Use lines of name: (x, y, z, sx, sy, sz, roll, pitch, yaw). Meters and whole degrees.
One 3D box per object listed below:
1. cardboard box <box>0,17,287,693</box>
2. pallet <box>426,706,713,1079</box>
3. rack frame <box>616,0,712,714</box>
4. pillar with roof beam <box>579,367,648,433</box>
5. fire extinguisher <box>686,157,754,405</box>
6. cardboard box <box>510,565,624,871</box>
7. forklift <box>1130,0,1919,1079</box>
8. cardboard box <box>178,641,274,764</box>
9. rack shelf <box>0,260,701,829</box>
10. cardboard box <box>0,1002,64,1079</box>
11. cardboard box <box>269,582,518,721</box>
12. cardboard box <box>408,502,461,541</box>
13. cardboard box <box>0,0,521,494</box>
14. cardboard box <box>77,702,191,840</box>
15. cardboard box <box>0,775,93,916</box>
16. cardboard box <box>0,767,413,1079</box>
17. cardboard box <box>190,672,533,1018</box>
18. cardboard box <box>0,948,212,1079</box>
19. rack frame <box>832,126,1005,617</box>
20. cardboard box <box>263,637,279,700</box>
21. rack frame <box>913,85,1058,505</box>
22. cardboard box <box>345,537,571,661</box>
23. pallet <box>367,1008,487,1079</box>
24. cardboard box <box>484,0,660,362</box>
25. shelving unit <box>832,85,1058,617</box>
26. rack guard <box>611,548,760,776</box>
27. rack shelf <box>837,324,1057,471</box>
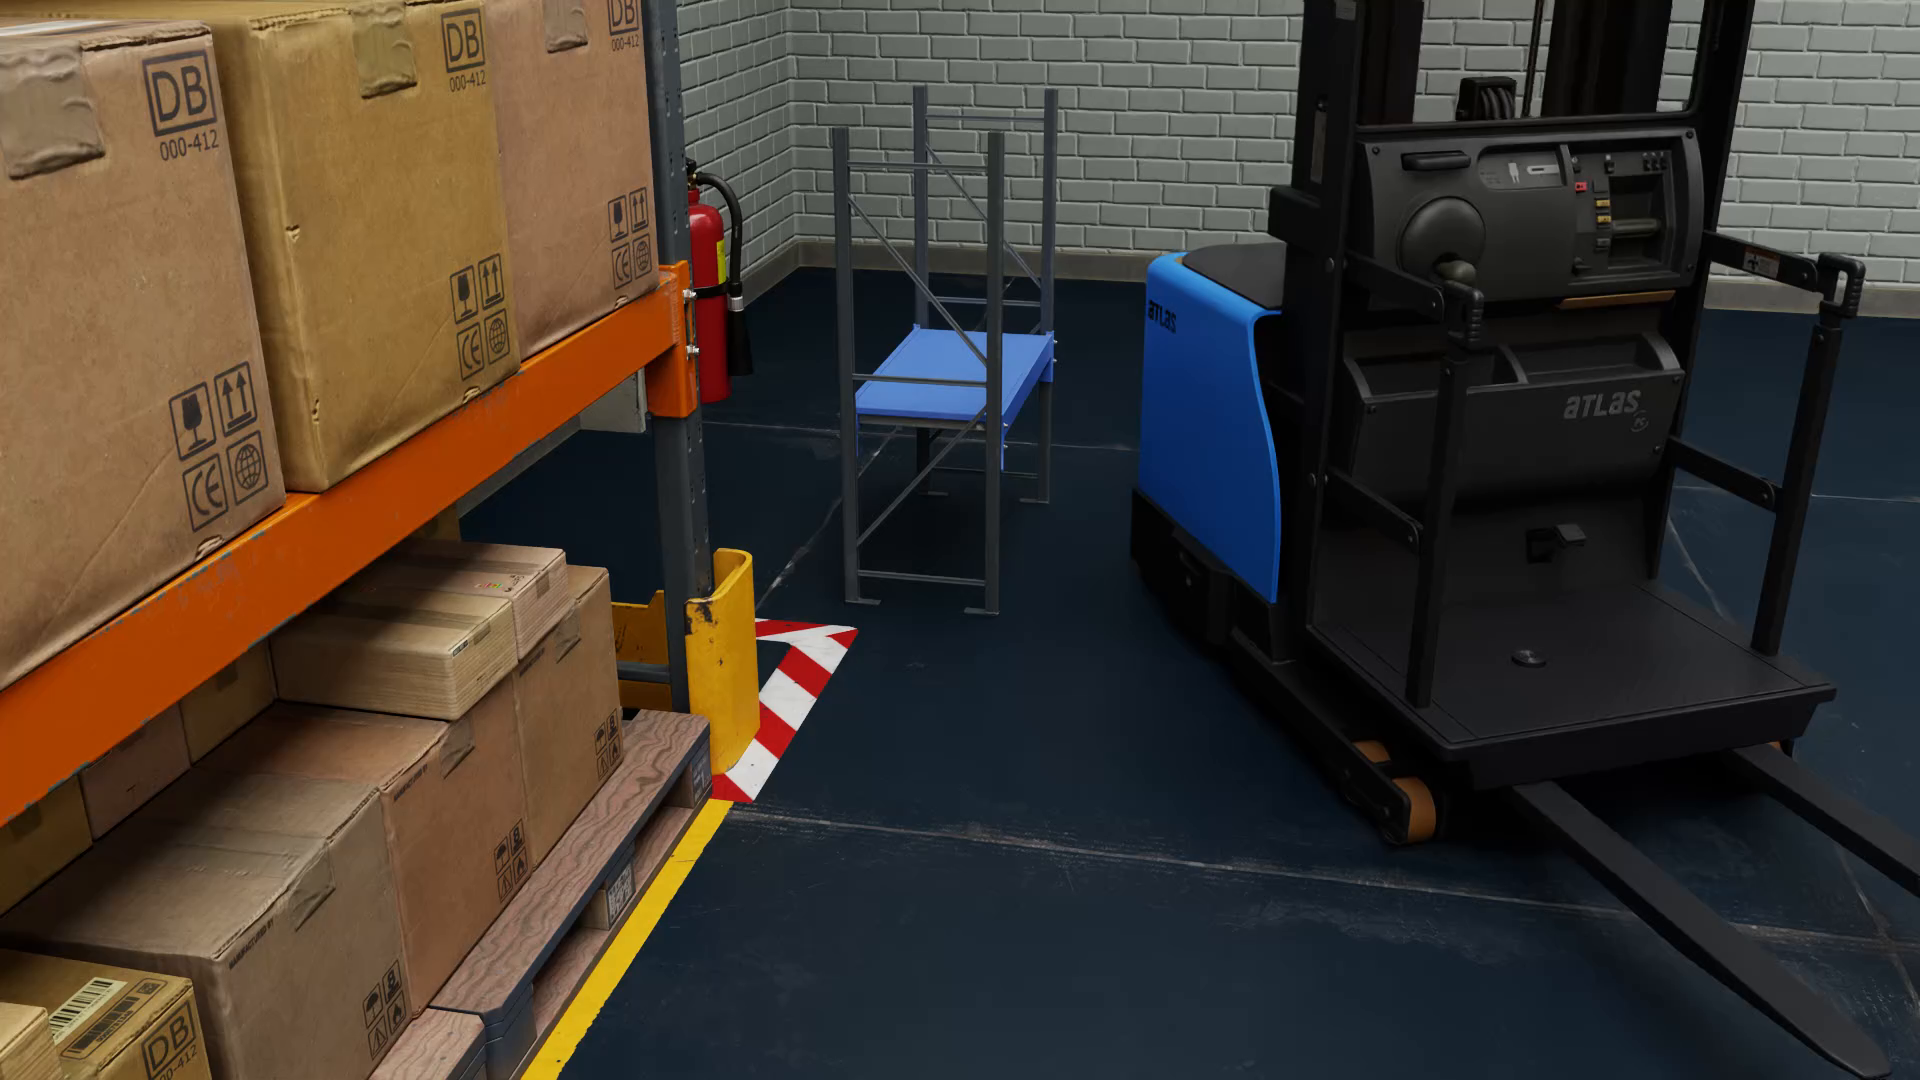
cardboard box: (-1.546, -0.277, 2.125, 0.980, 0.700, 0.700, 3, 22, 8)
pallet: (-1.236, 0.722, 3.779, 1.003, 0.211, 1.213, 4, 22, 11)
rack frame: (-1.150, -0.870, 3.999, 1.000, 3.000, 0.127, 4, 22, 11)
pillar with roof beam: (2.769, -4.378, 4.679, 9.100, 9.000, 0.400, 4, 22, 11)
fire extinguisher: (-0.667, -0.681, 4.133, 0.296, 0.674, 0.183, 4, 22, 11)
cardboard box: (-1.195, 0.358, 3.733, 0.700, 0.500, 0.500, 4, 22, 11)
forklift: (1.476, -0.787, 3.883, 1.130, 2.935, 3.031, -6, 23, -15)
cardboard box: (-1.519, 0.273, 3.076, 0.380, 0.149, 0.250, 5, 22, 11)
rack shelf: (-1.558, 0.195, 2.317, 1.077, 0.370, 4.000, 4, 22, 11)
cardboard box: (-1.358, 0.689, 2.044, 0.380, 0.149, 0.250, 4, 22, 9)
cardboard box: (-1.094, 0.212, 3.228, 0.380, 0.149, 0.250, 5, 22, 12)
cardboard box: (-1.365, -0.004, 3.763, 0.380, 0.149, 0.250, 5, 22, 11)
cardboard box: (-1.382, -0.555, 2.815, 0.980, 0.700, 0.700, 4, 22, 10)
cardboard box: (-1.570, 0.366, 2.845, 0.380, 0.149, 0.250, 5, 22, 12)
cardboard box: (-1.622, 0.460, 2.611, 0.380, 0.149, 0.250, 5, 22, 11)
cardboard box: (-1.399, 0.725, 2.822, 0.700, 0.500, 0.500, 4, 22, 9)
cardboard box: (-1.297, 0.541, 3.279, 0.700, 0.500, 0.500, 4, 22, 11)
cardboard box: (-1.500, 0.921, 2.336, 0.700, 0.500, 0.500, 5, 22, 12)
rack frame: (-0.121, -0.479, 5.034, 0.500, 1.500, 0.032, 4, 22, 11)
cardboard box: (-1.468, 0.182, 3.303, 0.380, 0.149, 0.250, 5, 22, 11)
rack frame: (0.086, -0.850, 5.958, 0.500, 1.500, 0.032, 4, 22, 11)
cardboard box: (-1.043, 0.118, 3.461, 0.380, 0.149, 0.250, 4, 22, 10)
pallet: (-1.488, 1.167, 2.675, 1.003, 0.211, 1.213, 4, 22, 11)
cardboard box: (-1.244, -0.822, 3.478, 0.980, 0.700, 0.700, 5, 23, 13)
shelving unit: (-0.017, -0.665, 5.496, 0.538, 1.500, 1.048, 4, 22, 11)
rack guard: (-1.145, 0.281, 4.488, 1.175, 0.500, 0.348, 4, 22, 11)
rack shelf: (-0.017, -0.498, 5.563, 0.538, 0.185, 1.000, 4, 22, 11)
